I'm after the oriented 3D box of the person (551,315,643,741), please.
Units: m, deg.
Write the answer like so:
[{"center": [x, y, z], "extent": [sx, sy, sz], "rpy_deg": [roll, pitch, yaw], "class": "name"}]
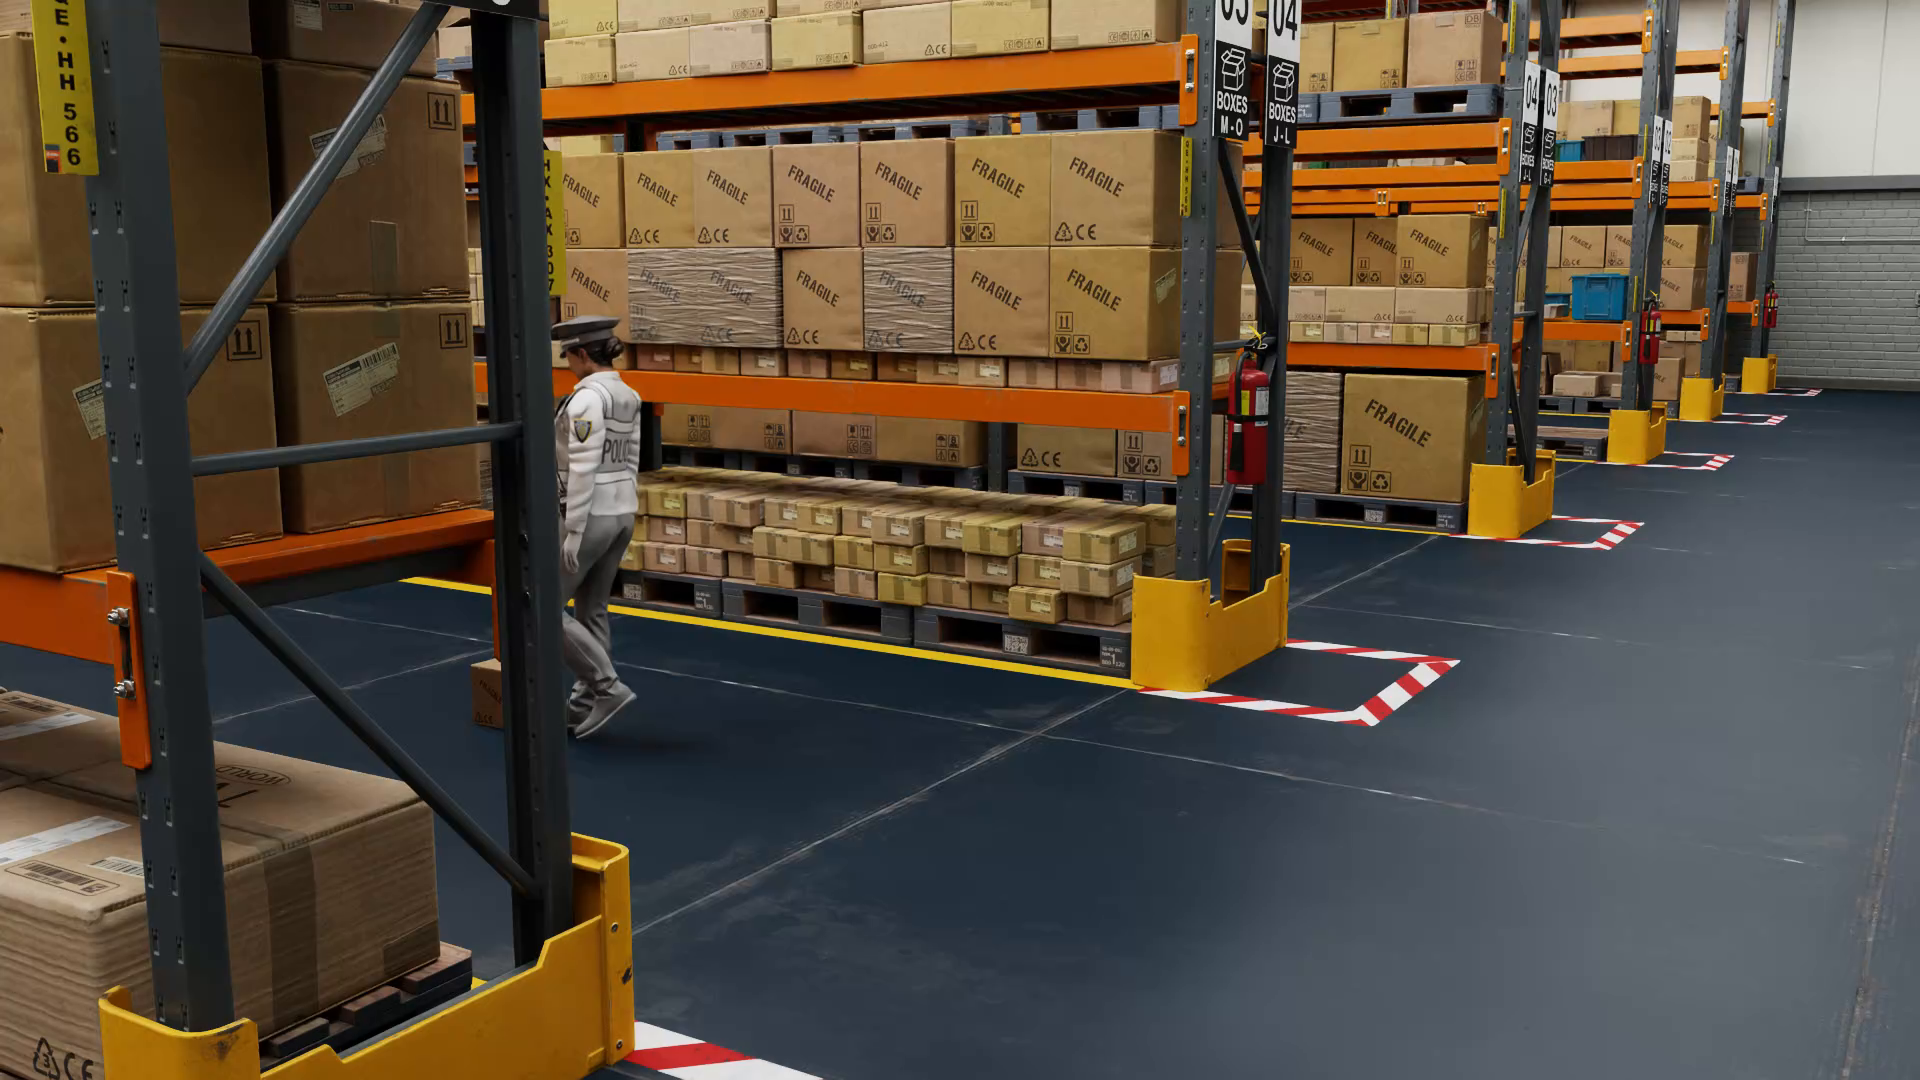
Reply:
[{"center": [-1.480, -0.048, 6.537], "extent": [0.537, 1.658, 0.511], "rpy_deg": [2, 10, 14], "class": "person"}]
